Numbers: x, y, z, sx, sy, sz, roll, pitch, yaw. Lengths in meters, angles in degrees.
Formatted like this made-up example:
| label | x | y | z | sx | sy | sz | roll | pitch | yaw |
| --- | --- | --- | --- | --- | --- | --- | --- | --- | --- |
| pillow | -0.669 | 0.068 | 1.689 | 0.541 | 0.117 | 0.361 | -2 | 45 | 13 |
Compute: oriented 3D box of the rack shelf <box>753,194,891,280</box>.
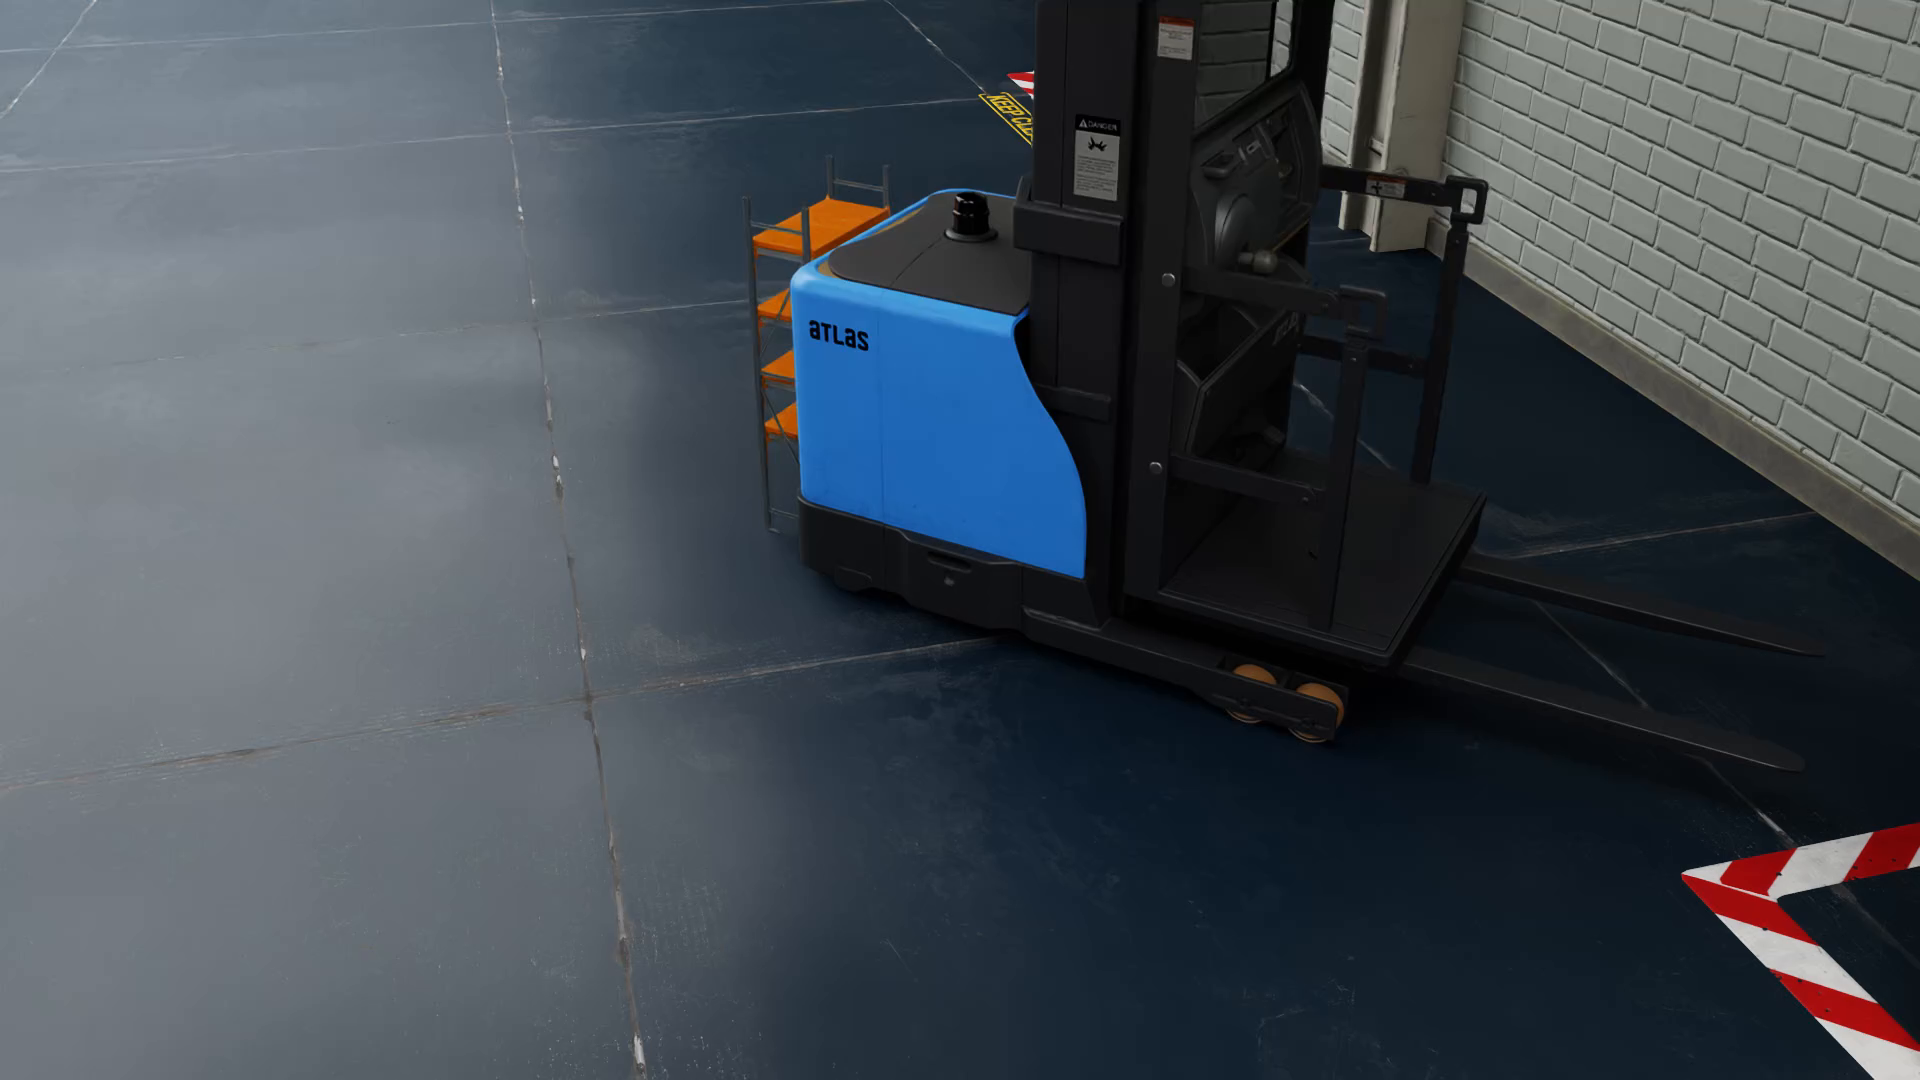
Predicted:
| label | x | y | z | sx | sy | sz | roll | pitch | yaw |
| --- | --- | --- | --- | --- | --- | --- | --- | --- | --- |
| rack shelf | -0.457 | -0.975 | 5.453 | 0.258 | 0.148 | 0.480 | 15 | 33 | 25 |

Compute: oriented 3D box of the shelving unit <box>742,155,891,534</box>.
| label | x | y | z | sx | sy | sz | roll | pitch | yaw |
| --- | --- | --- | --- | --- | --- | --- | --- | --- | --- |
| shelving unit | -0.457 | -0.635 | 5.650 | 0.258 | 1.200 | 0.503 | 15 | 33 | 25 |

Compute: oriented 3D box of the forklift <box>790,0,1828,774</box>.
| label | x | y | z | sx | sy | sz | roll | pitch | yaw |
| --- | --- | --- | --- | --- | --- | --- | --- | --- | --- |
| forklift | 1.008 | -0.994 | 4.542 | 3.031 | 2.935 | 1.130 | 16 | 34 | 25 |

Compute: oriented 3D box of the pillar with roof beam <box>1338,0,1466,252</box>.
| label | x | y | z | sx | sy | sz | roll | pitch | yaw |
| --- | --- | --- | --- | --- | --- | --- | --- | --- | --- |
| pillar with roof beam | -2.011 | -4.856 | 5.157 | 9.100 | 9.000 | 0.400 | -8 | 31 | -13 |

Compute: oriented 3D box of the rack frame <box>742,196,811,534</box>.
| label | x | y | z | sx | sy | sz | roll | pitch | yaw |
| --- | --- | --- | --- | --- | --- | --- | --- | --- | --- |
| rack frame | -0.574 | -0.528 | 5.465 | 0.240 | 1.200 | 0.015 | 15 | 33 | 25 |

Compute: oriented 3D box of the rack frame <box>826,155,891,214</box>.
| label | x | y | z | sx | sy | sz | roll | pitch | yaw |
| --- | --- | --- | --- | --- | --- | --- | --- | --- | --- |
| rack frame | -0.340 | -0.742 | 5.835 | 0.240 | 1.200 | 0.015 | 15 | 33 | 25 |

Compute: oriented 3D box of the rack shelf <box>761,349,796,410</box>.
| label | x | y | z | sx | sy | sz | roll | pitch | yaw |
| --- | --- | --- | --- | --- | --- | --- | --- | --- | --- |
| rack shelf | -0.457 | -0.577 | 5.683 | 0.258 | 0.148 | 0.480 | 15 | 33 | 25 |

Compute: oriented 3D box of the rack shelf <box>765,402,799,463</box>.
| label | x | y | z | sx | sy | sz | roll | pitch | yaw |
| --- | --- | --- | --- | --- | --- | --- | --- | --- | --- |
| rack shelf | -0.457 | -0.405 | 5.783 | 0.258 | 0.148 | 0.480 | 15 | 33 | 25 |

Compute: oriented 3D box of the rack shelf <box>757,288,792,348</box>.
| label | x | y | z | sx | sy | sz | roll | pitch | yaw |
| --- | --- | --- | --- | --- | --- | --- | --- | --- | --- |
| rack shelf | -0.457 | -0.771 | 5.571 | 0.258 | 0.148 | 0.480 | 15 | 33 | 25 |
